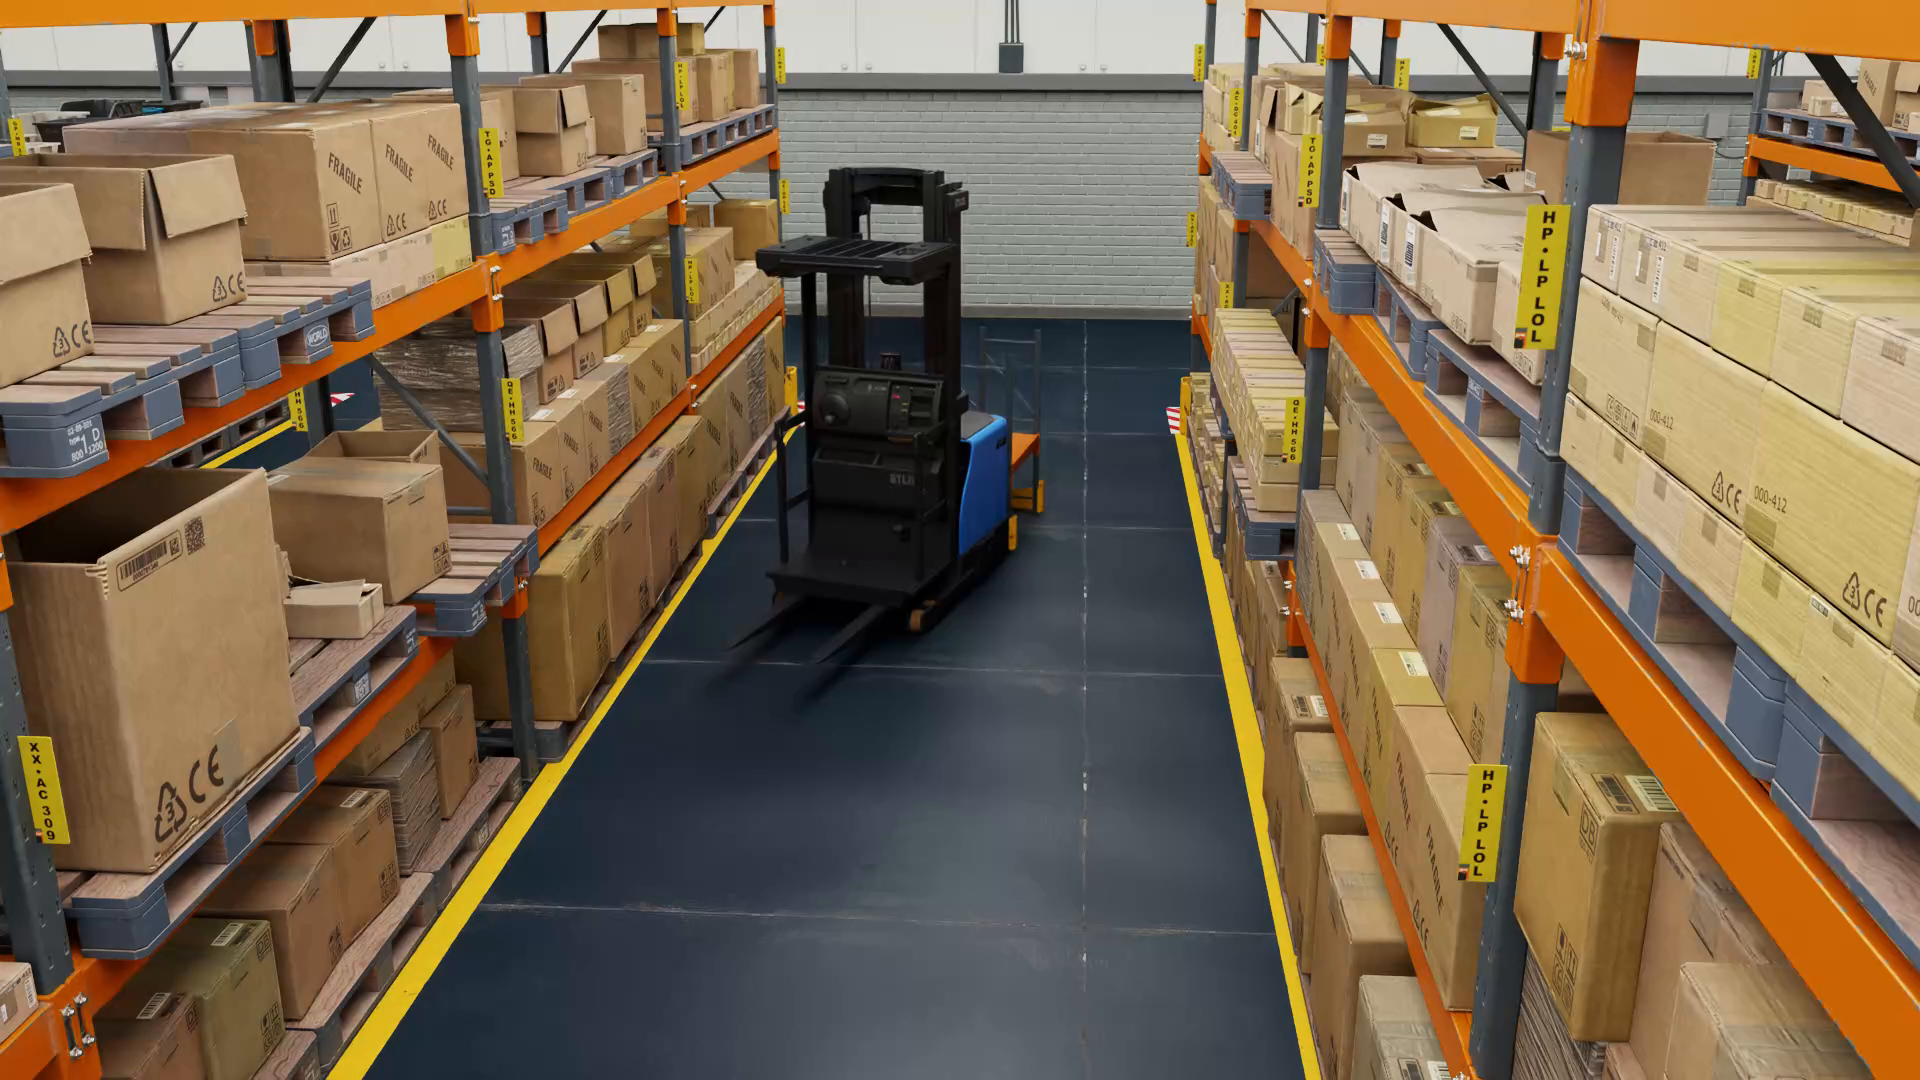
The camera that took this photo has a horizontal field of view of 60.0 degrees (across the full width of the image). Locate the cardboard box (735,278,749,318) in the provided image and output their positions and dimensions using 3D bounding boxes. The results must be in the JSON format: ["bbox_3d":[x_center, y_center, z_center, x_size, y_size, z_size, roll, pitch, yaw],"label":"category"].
[{"bbox_3d":[-2.095,-2.068,14.181,0.500,0.250,0.500,1,18,4],"label":"cardboard box"}]

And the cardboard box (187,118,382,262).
[{"bbox_3d":[-2.653,-1.391,6.571,0.500,0.500,0.500,2,18,5],"label":"cardboard box"}]

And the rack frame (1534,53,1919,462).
[{"bbox_3d":[1.861,-1.614,3.397,1.000,3.000,0.127,1,18,4],"label":"rack frame"}]

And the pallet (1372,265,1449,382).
[{"bbox_3d":[2.078,-0.793,6.011,1.003,0.211,1.213,2,18,6],"label":"pallet"}]

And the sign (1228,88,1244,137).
[{"bbox_3d":[1.893,-2.929,11.396,0.100,0.325,0.005,1,18,4],"label":"sign"}]

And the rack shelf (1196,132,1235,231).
[{"bbox_3d":[2.578,-2.952,13.454,1.077,0.370,4.000,1,18,4],"label":"rack shelf"}]

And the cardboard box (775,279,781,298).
[{"bbox_3d":[-1.916,-2.395,15.818,0.380,0.149,0.250,2,18,5],"label":"cardboard box"}]

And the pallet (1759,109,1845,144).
[{"bbox_3d":[7.623,-3.564,14.306,1.003,0.211,1.213,1,18,4],"label":"pallet"}]

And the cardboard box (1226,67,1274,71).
[{"bbox_3d":[2.411,-3.856,13.855,0.380,0.149,0.250,2,18,5],"label":"cardboard box"}]

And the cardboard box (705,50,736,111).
[{"bbox_3d":[-2.363,-4.017,14.553,0.700,0.500,0.500,1,18,2],"label":"cardboard box"}]

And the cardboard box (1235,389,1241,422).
[{"bbox_3d":[1.820,-0.791,9.772,0.380,0.149,0.250,2,18,5],"label":"cardboard box"}]

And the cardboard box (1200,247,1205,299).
[{"bbox_3d":[2.401,-2.379,14.727,0.500,0.500,0.500,1,18,4],"label":"cardboard box"}]

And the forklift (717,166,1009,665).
[{"bbox_3d":[-0.634,-0.917,11.013,1.130,2.935,3.031,7,19,20],"label":"forklift"}]

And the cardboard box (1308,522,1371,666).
[{"bbox_3d":[1.813,0.238,7.217,0.500,0.500,0.500,1,18,3],"label":"cardboard box"}]

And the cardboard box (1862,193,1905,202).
[{"bbox_3d":[7.763,-2.808,13.866,0.380,0.149,0.250,1,18,3],"label":"cardboard box"}]

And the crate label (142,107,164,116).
[{"bbox_3d":[-7.547,-3.818,15.180,0.408,0.251,0.502,1,18,4],"label":"crate label"}]

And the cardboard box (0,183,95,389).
[{"bbox_3d":[-2.946,-0.723,4.655,0.797,0.503,0.637,0,18,1],"label":"cardboard box"}]

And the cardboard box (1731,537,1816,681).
[{"bbox_3d":[1.425,0.105,2.536,0.380,0.149,0.250,1,18,3],"label":"cardboard box"}]

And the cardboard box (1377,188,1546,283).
[{"bbox_3d":[1.804,-1.101,5.955,0.500,0.311,0.500,1,18,3],"label":"cardboard box"}]

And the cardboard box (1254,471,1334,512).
[{"bbox_3d":[1.725,-0.249,8.595,0.380,0.149,0.250,2,18,5],"label":"cardboard box"}]

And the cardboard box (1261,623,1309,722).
[{"bbox_3d":[1.934,0.773,9.088,0.500,0.500,0.500,1,18,4],"label":"cardboard box"}]

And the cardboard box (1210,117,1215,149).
[{"bbox_3d":[2.368,-3.387,13.865,0.500,0.250,0.500,1,18,2],"label":"cardboard box"}]

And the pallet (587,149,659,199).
[{"bbox_3d":[-2.522,-2.438,11.038,0.805,0.209,1.217,1,18,2],"label":"pallet"}]

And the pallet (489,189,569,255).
[{"bbox_3d":[-2.799,-1.684,8.732,1.213,0.211,1.003,2,18,6],"label":"pallet"}]

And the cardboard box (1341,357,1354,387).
[{"bbox_3d":[2.489,-0.993,9.910,0.380,0.149,0.250,1,18,3],"label":"cardboard box"}]

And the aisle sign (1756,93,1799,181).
[{"bbox_3d":[7.382,-3.675,15.147,0.394,0.787,0.004,1,18,4],"label":"aisle sign"}]

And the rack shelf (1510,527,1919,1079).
[{"bbox_3d":[1.718,0.774,2.080,1.077,0.370,4.000,1,18,4],"label":"rack shelf"}]

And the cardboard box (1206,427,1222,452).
[{"bbox_3d":[2.214,-0.814,13.539,0.380,0.149,0.250,0,18,1],"label":"cardboard box"}]

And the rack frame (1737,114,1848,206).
[{"bbox_3d":[7.666,-2.411,15.464,1.000,3.000,0.127,1,18,4],"label":"rack frame"}]

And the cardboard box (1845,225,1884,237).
[{"bbox_3d":[7.209,-2.160,12.930,0.500,0.500,0.500,2,18,5],"label":"cardboard box"}]

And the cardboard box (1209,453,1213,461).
[{"bbox_3d":[2.283,-0.623,13.911,0.380,0.149,0.250,2,18,5],"label":"cardboard box"}]

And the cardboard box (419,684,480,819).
[{"bbox_3d":[-2.820,1.040,8.240,0.700,0.500,0.500,0,18,1],"label":"cardboard box"}]

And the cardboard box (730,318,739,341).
[{"bbox_3d":[-2.060,-1.757,13.873,0.380,0.149,0.250,1,18,5],"label":"cardboard box"}]

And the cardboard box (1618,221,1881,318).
[{"bbox_3d":[1.479,-0.510,3.134,0.380,0.149,0.250,1,18,3],"label":"cardboard box"}]

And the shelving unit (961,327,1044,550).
[{"bbox_3d":[0.275,-0.824,13.029,0.587,1.500,1.083,5,19,14],"label":"shelving unit"}]

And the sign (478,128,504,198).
[{"bbox_3d":[-2.251,-1.806,7.969,0.100,0.325,0.005,1,18,4],"label":"sign"}]

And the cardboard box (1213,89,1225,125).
[{"bbox_3d":[2.312,-3.475,13.333,0.500,0.250,0.500,1,18,2],"label":"cardboard box"}]

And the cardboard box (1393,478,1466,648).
[{"bbox_3d":[2.000,0.086,6.076,0.700,0.500,0.500,1,18,3],"label":"cardboard box"}]

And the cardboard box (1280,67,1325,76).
[{"bbox_3d":[2.868,-3.845,13.822,0.380,0.149,0.250,1,18,3],"label":"cardboard box"}]

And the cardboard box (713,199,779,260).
[{"bbox_3d":[-1.991,-2.901,15.519,0.500,0.500,0.500,2,18,5],"label":"cardboard box"}]

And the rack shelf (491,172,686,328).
[{"bbox_3d":[-2.649,-1.852,10.097,1.077,0.370,4.000,1,18,4],"label":"rack shelf"}]

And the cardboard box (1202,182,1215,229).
[{"bbox_3d":[2.395,-2.864,14.601,0.500,0.500,0.500,2,18,6],"label":"cardboard box"}]

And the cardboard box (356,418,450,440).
[{"bbox_3d":[-3.004,-0.354,9.025,0.500,0.500,0.500,2,18,6],"label":"cardboard box"}]

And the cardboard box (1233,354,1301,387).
[{"bbox_3d":[1.840,-1.013,9.971,0.380,0.149,0.250,2,18,6],"label":"cardboard box"}]

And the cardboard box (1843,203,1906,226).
[{"bbox_3d":[7.241,-2.575,13.155,0.380,0.149,0.250,1,18,4],"label":"cardboard box"}]

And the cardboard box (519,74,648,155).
[{"bbox_3d":[-2.537,-2.882,11.249,0.700,0.500,0.500,2,18,5],"label":"cardboard box"}]

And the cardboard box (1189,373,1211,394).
[{"bbox_3d":[2.345,-1.462,15.517,0.380,0.149,0.250,0,18,1],"label":"cardboard box"}]

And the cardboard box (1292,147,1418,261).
[{"bbox_3d":[1.935,-1.661,8.198,0.500,0.500,0.500,1,18,4],"label":"cardboard box"}]

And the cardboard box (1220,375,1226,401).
[{"bbox_3d":[1.893,-0.974,10.808,0.380,0.149,0.250,1,18,4],"label":"cardboard box"}]

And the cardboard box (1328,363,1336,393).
[{"bbox_3d":[2.530,-1.017,10.460,0.380,0.149,0.250,0,18,1],"label":"cardboard box"}]

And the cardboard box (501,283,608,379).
[{"bbox_3d":[-2.632,-1.309,10.330,0.797,0.503,0.637,2,18,6],"label":"cardboard box"}]
